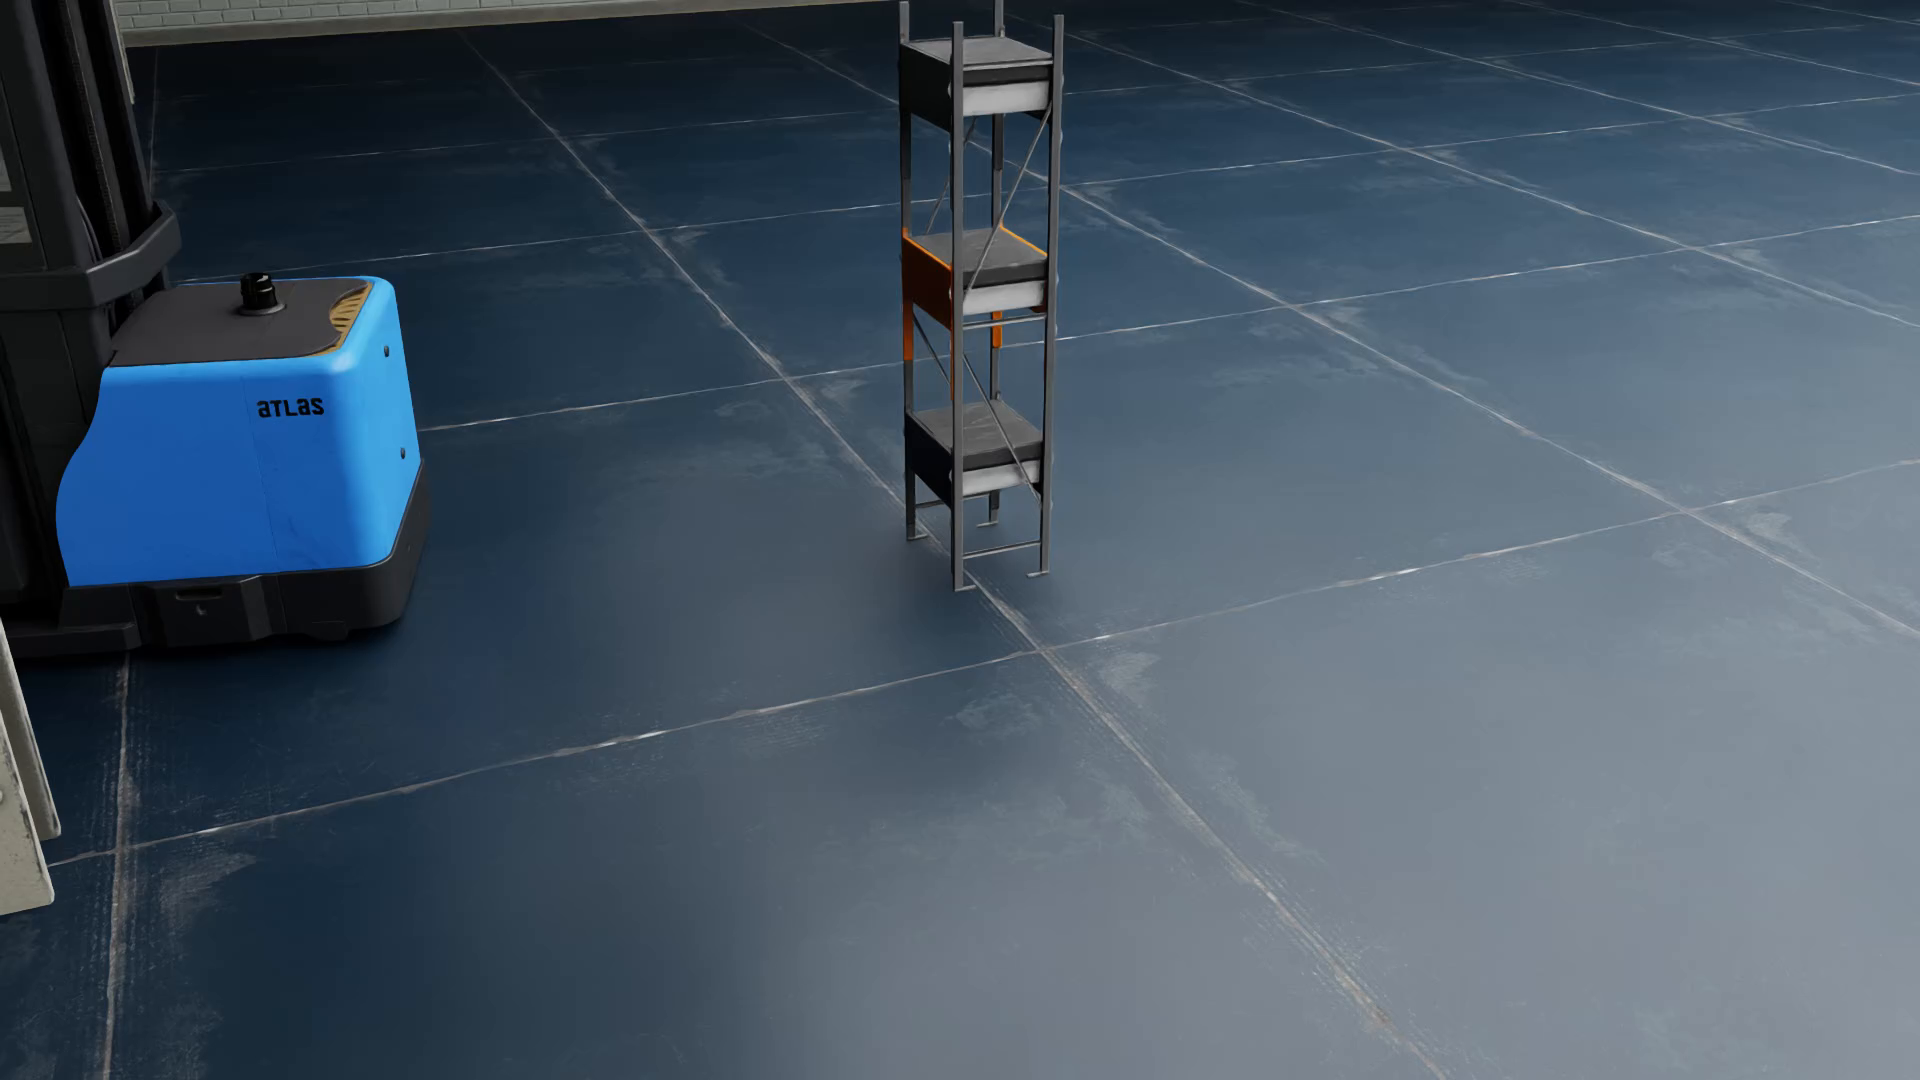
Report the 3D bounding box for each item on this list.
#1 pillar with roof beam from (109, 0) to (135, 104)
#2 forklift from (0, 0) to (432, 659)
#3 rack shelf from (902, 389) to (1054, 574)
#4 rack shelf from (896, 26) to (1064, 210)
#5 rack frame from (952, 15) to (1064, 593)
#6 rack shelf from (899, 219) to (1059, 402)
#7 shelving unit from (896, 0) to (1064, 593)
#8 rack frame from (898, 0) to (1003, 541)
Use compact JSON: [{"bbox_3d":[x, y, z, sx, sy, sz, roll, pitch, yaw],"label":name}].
[{"bbox_3d":[-3.501,-8.663,14.236,9.100,9.000,0.400,-11,28,-21],"label":"pillar with roof beam"},{"bbox_3d":[-3.585,-1.067,5.595,3.031,2.935,1.130,-4,26,-8],"label":"forklift"},{"bbox_3d":[0.065,-0.235,6.466,0.431,0.518,0.480,-11,28,-21],"label":"rack shelf"},{"bbox_3d":[0.065,-1.493,5.851,0.431,0.518,0.480,-11,28,-21],"label":"rack shelf"},{"bbox_3d":[0.160,-0.778,5.951,0.400,2.100,0.015,-11,28,-21],"label":"rack frame"},{"bbox_3d":[0.065,-0.864,6.158,0.431,0.518,0.480,-11,28,-21],"label":"rack shelf"},{"bbox_3d":[0.065,-0.877,6.152,0.431,2.100,0.503,-11,28,-21],"label":"shelving unit"},{"bbox_3d":[-0.031,-0.975,6.354,0.400,2.100,0.015,-11,28,-21],"label":"rack frame"}]
